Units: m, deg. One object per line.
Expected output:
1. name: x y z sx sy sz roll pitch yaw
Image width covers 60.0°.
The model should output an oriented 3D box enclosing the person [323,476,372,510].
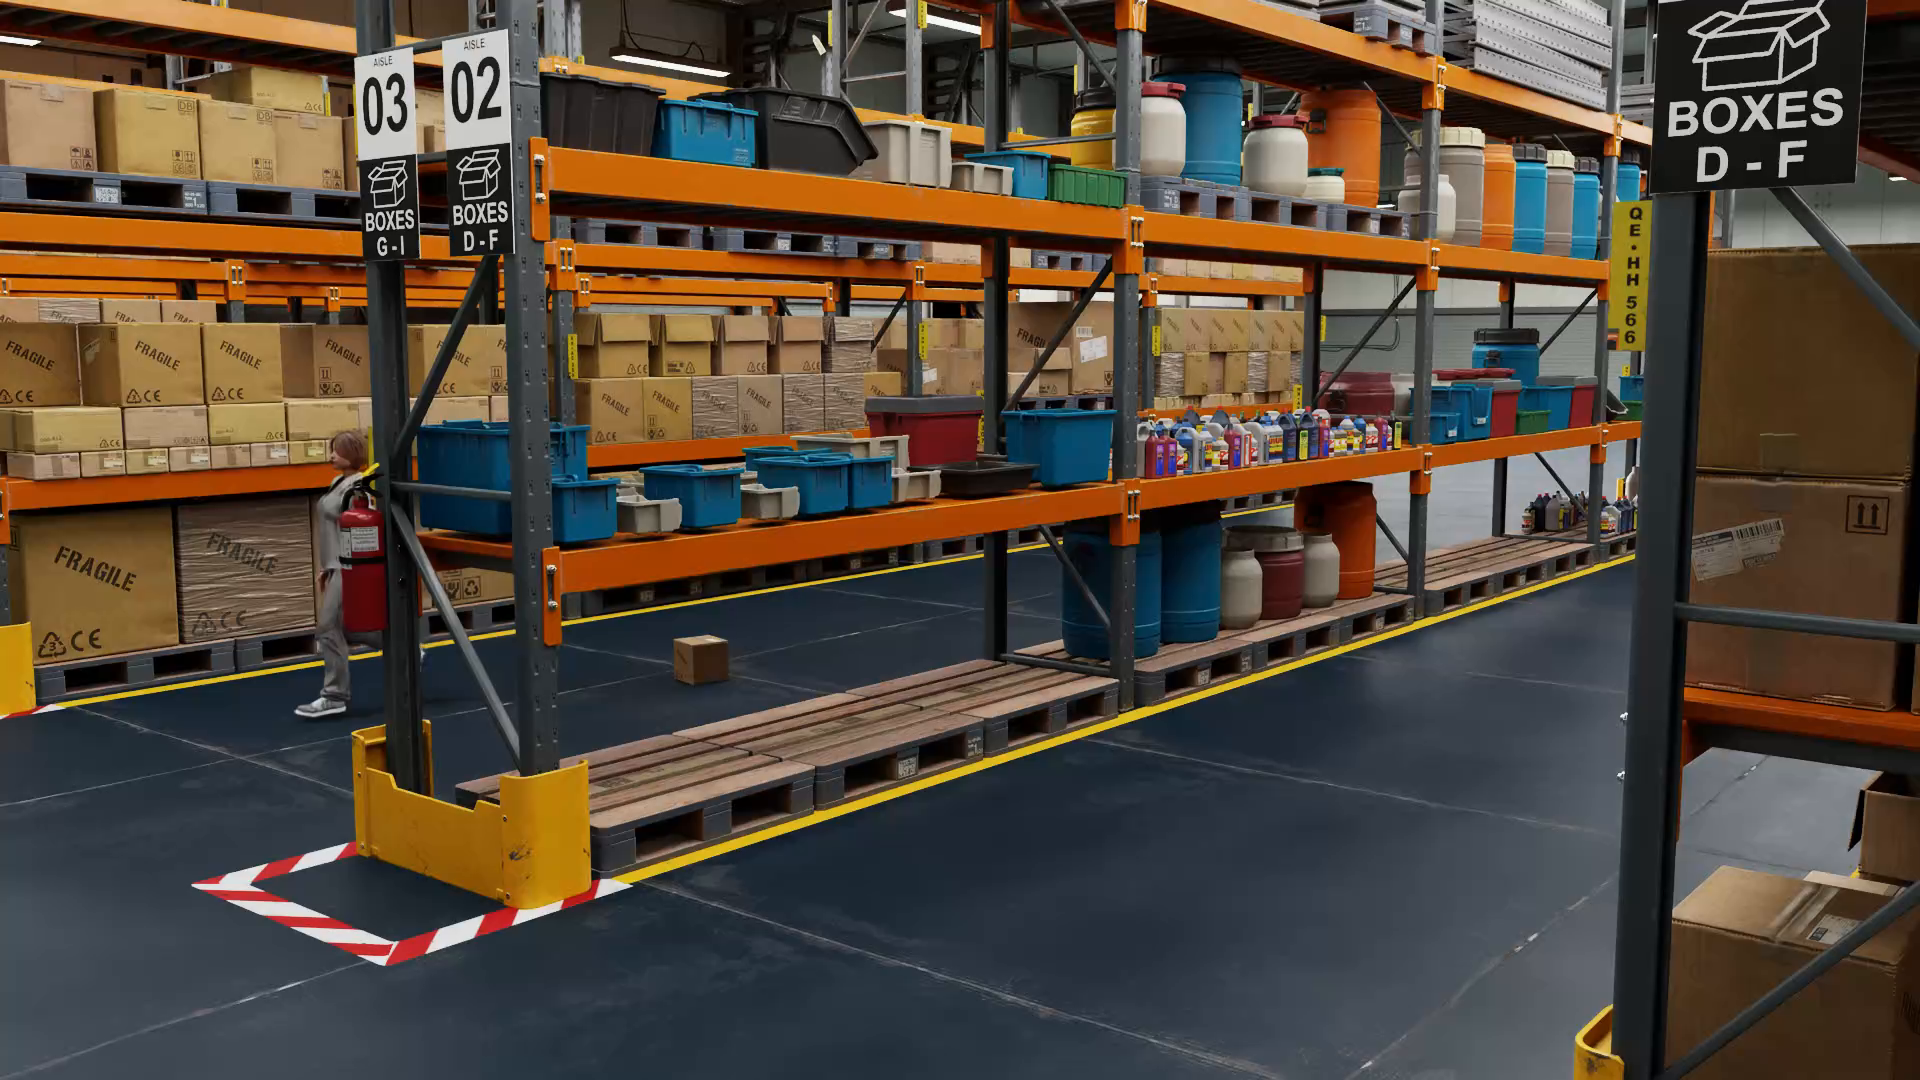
1. person: -3.425 -0.085 9.294 0.264 0.551 0.408 -5 8 -34
